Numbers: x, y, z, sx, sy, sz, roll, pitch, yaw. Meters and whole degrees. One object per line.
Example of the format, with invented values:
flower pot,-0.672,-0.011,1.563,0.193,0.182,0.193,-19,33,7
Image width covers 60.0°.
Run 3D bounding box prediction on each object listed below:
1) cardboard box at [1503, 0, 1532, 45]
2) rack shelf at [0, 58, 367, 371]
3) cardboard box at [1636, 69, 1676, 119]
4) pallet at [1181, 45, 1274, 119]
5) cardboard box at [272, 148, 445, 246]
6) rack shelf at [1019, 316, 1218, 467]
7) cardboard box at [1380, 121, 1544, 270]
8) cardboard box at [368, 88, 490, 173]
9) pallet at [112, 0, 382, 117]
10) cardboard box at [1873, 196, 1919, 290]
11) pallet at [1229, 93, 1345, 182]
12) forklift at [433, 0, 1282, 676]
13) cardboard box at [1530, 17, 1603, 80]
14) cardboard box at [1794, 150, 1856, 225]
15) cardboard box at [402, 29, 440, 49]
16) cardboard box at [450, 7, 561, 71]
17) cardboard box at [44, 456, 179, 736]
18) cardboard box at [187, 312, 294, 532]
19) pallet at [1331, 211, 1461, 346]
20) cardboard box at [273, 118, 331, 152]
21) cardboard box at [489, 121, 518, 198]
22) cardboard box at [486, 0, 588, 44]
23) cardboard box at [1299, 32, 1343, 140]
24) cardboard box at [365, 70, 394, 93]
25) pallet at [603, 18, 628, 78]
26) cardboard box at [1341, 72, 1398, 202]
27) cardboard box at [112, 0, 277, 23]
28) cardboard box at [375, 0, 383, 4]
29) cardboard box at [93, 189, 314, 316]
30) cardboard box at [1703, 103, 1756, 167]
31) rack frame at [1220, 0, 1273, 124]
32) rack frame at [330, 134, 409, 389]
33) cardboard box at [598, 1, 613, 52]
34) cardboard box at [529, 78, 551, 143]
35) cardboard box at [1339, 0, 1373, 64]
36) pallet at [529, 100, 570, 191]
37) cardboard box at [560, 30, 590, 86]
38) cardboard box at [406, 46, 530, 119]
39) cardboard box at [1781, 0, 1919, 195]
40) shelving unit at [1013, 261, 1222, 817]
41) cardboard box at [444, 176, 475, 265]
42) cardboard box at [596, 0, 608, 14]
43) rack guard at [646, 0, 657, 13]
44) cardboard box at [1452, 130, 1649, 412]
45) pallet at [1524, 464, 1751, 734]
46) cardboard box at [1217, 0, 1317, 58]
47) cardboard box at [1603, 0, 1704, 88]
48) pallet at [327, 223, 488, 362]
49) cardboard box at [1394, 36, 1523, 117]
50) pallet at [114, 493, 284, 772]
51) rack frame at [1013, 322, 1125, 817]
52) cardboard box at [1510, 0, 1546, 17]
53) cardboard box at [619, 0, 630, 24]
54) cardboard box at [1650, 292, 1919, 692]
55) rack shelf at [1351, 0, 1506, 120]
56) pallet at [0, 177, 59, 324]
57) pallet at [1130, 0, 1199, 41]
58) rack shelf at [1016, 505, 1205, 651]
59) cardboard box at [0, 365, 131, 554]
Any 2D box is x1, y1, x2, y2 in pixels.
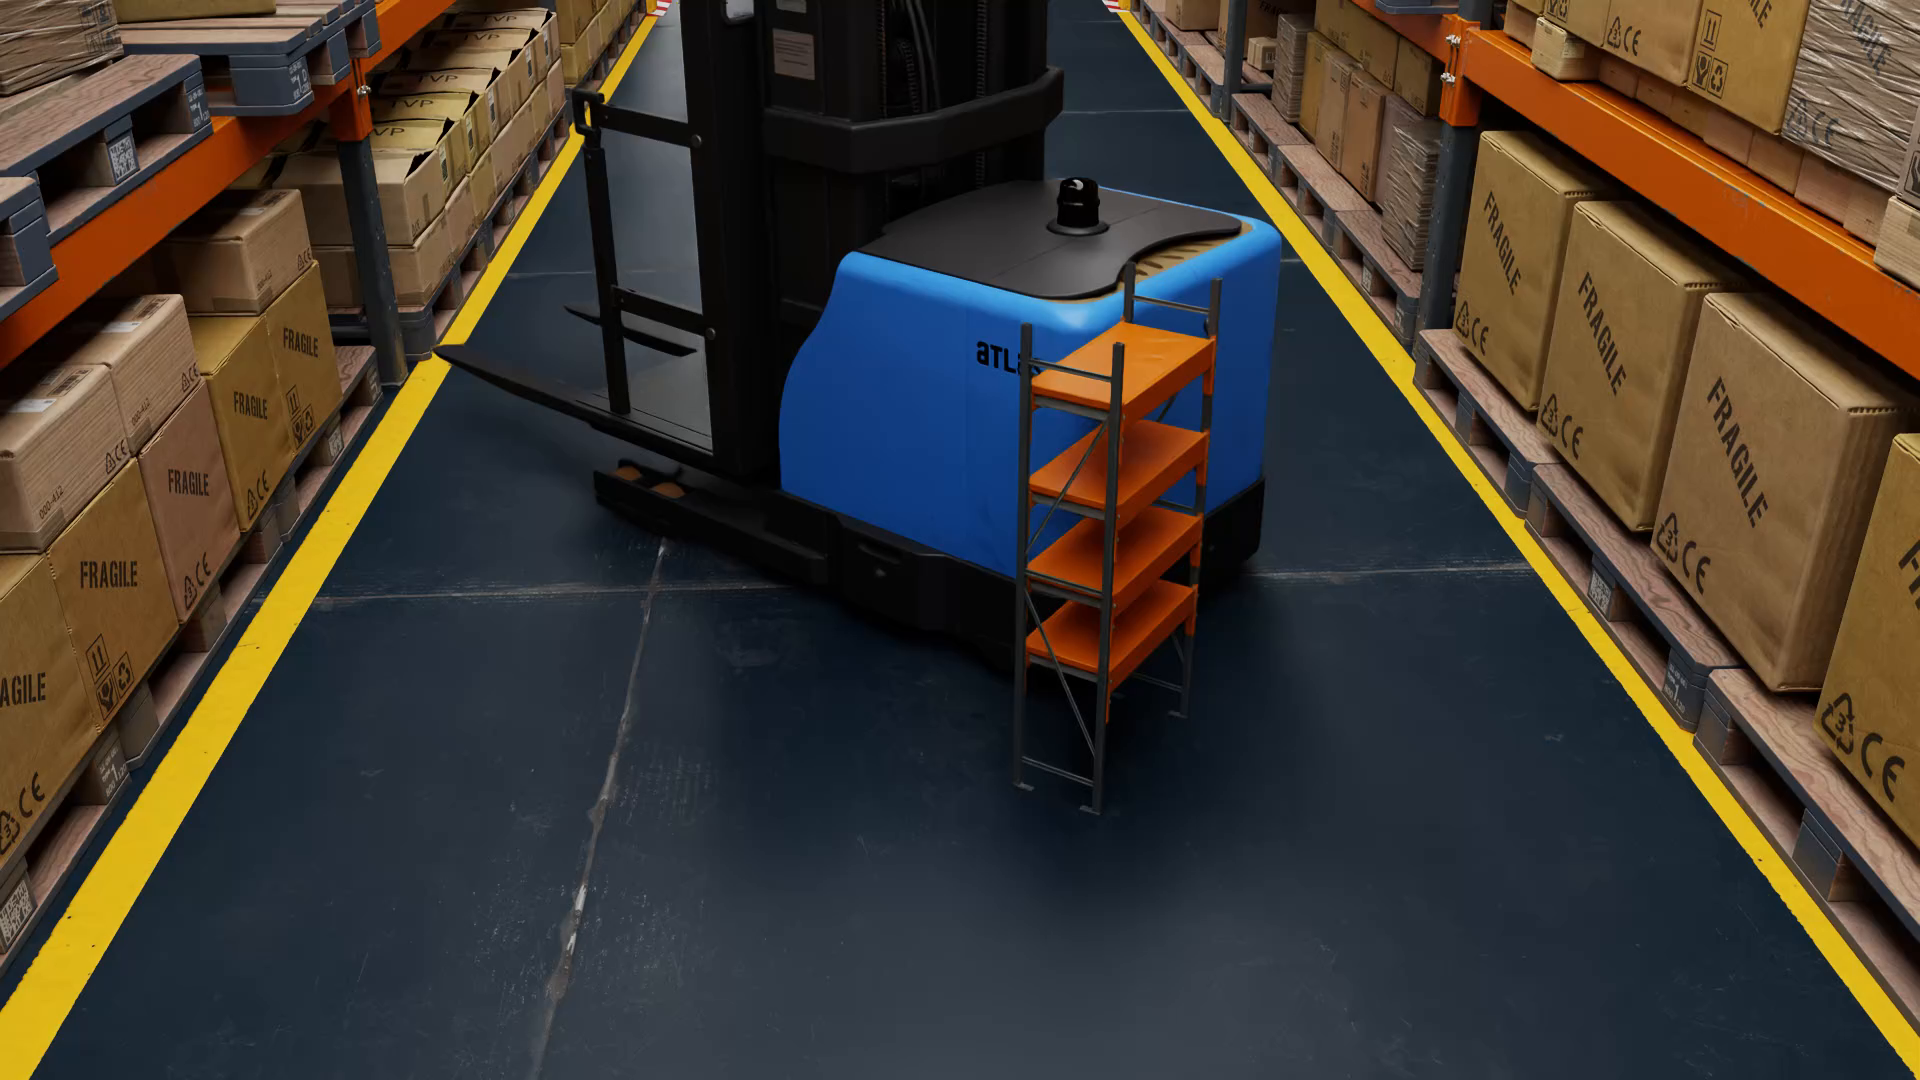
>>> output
cardboard box,2.094,-1.786,5.681,0.380,0.149,0.250,-2,28,-3
rack shelf,-2.534,-0.682,4.093,1.077,0.370,4.000,-1,28,-3
cardboard box,2.186,-1.312,4.772,0.380,0.149,0.250,-1,28,-2
pallet,2.029,-2.966,10.709,1.003,0.211,1.213,-1,28,-3
cardboard box,-2.373,-1.390,6.583,0.500,0.311,0.500,0,28,-1
rack shelf,0.365,-0.345,3.765,0.258,0.148,0.480,16,32,28
cardboard box,2.218,-1.464,7.041,0.700,0.500,0.500,-1,28,-2
cardboard box,-2.433,-1.868,7.500,0.500,0.311,0.500,-2,28,-4
pallet,-2.533,-1.529,5.144,1.213,0.211,1.003,-1,28,-3
cardboard box,2.139,-0.603,3.413,0.380,0.149,0.250,-1,28,-3
pallet,2.141,-2.298,9.427,1.003,0.211,1.213,-1,28,-3
forklift,-0.553,-1.484,4.925,3.031,2.935,1.130,20,34,34
cardboard box,2.028,-1.545,5.218,0.380,0.149,0.250,-1,28,-1
cardboard box,2.194,-0.834,3.855,0.380,0.149,0.250,-2,28,-4
cardboard box,-3.054,-2.560,8.827,0.500,0.311,0.500,-2,28,-3
cardboard box,-2.540,-2.808,9.303,0.500,0.311,0.500,-1,28,-3
cardboard box,-2.269,0.129,3.986,0.500,0.500,0.500,-1,28,-2
cardboard box,-2.329,-0.346,4.898,0.500,0.500,0.500,-2,28,-5
pallet,2.269,-1.171,7.267,1.003,0.211,1.213,-1,28,-3
cardboard box,-2.946,-1.616,7.018,0.500,0.311,0.500,-2,28,-3
cardboard box,-2.459,-1.850,8.072,0.500,0.250,0.500,-1,28,-2
cardboard box,-2.559,-3.293,10.029,0.500,0.500,0.500,-1,28,-3
cardboard box,2.231,-2.403,8.842,0.700,0.500,0.500,-2,28,-4
cardboard box,-2.993,-2.081,7.909,0.500,0.311,0.500,-1,28,-1
pallet,-2.914,-3.469,11.673,1.003,0.211,1.213,-1,28,-3
cardboard box,2.253,-1.934,7.941,0.700,0.500,0.500,-2,28,-3
cardboard box,-2.493,-1.867,5.024,0.700,0.500,0.500,-11,29,-20
cardboard box,-2.492,-2.303,6.519,0.500,0.311,0.500,-2,28,-3
cardboard box,-2.348,-0.892,5.133,0.500,0.250,0.500,0,28,-1
cardboard box,2.185,-1.078,4.323,0.380,0.149,0.250,-1,28,-2
rack frame,2.099,-3.893,9.471,1.000,3.000,0.127,-1,28,-3
rack frame,-2.639,-1.925,5.697,1.000,3.000,0.127,-1,28,-3
cardboard box,-2.611,-3.423,11.088,0.500,0.250,0.500,-1,28,-3
cardboard box,-2.512,-2.321,8.976,0.500,0.250,0.500,-2,28,-3
cardboard box,2.212,-2.530,8.273,0.500,0.250,0.500,-2,28,-4
pallet,-2.770,-2.197,9.233,1.003,0.211,1.213,-1,28,-3
cardboard box,-2.569,-2.961,10.202,0.500,0.250,0.500,-1,28,-3
cardboard box,-2.483,-2.337,8.400,0.500,0.311,0.500,-1,28,-3
cardboard box,2.187,-1.059,3.585,0.500,0.500,0.500,-1,28,-3
shelving unit,0.365,0.003,3.946,0.258,1.200,0.503,16,32,28
cardboard box,-2.400,-1.373,7.158,0.500,0.250,0.500,-2,28,-4
cardboard box,-2.611,-3.755,10.915,0.500,0.500,0.500,-1,28,-3
rack guard,-3.058,-4.522,13.380,1.175,0.500,0.348,-1,28,-3
cardboard box,2.215,-0.937,5.672,0.750,0.750,0.750,-2,28,-3
pallet,2.335,0.118,4.795,1.003,0.211,1.213,-1,28,-3
cardboard box,2.005,-3.459,10.865,0.500,0.500,0.500,-3,28,-7
cardboard box,2.121,-1.530,4.488,0.500,0.500,0.500,-2,28,-3
pallet,-2.643,-1.070,7.073,1.003,0.211,1.213,-1,28,-3
cardboard box,2.251,-2.061,7.375,0.500,0.250,0.500,-1,28,-2
pallet,-2.577,0.219,4.601,1.003,0.211,1.213,-1,28,-3
rack frame,0.235,0.099,3.763,0.240,1.200,0.015,16,32,28
cardboard box,2.078,-2.001,5.391,0.500,0.500,0.500,-1,28,-1
cardboard box,-2.667,-3.884,11.973,0.500,0.250,0.500,-1,28,-3
cardboard box,2.304,-0.140,4.144,0.750,0.750,0.750,-1,28,-1
rack shelf,2.204,-2.651,7.867,1.077,0.370,4.000,-1,28,-3
pallet,-2.363,-0.364,2.912,1.003,0.211,1.213,-1,28,-3
pallet,1.901,-4.093,12.870,1.003,0.211,1.213,-1,28,-3
rack shelf,0.365,0.063,3.977,0.258,0.148,0.480,16,32,28
cardboard box,-2.264,-0.188,3.783,0.500,0.250,0.500,-1,28,-3
